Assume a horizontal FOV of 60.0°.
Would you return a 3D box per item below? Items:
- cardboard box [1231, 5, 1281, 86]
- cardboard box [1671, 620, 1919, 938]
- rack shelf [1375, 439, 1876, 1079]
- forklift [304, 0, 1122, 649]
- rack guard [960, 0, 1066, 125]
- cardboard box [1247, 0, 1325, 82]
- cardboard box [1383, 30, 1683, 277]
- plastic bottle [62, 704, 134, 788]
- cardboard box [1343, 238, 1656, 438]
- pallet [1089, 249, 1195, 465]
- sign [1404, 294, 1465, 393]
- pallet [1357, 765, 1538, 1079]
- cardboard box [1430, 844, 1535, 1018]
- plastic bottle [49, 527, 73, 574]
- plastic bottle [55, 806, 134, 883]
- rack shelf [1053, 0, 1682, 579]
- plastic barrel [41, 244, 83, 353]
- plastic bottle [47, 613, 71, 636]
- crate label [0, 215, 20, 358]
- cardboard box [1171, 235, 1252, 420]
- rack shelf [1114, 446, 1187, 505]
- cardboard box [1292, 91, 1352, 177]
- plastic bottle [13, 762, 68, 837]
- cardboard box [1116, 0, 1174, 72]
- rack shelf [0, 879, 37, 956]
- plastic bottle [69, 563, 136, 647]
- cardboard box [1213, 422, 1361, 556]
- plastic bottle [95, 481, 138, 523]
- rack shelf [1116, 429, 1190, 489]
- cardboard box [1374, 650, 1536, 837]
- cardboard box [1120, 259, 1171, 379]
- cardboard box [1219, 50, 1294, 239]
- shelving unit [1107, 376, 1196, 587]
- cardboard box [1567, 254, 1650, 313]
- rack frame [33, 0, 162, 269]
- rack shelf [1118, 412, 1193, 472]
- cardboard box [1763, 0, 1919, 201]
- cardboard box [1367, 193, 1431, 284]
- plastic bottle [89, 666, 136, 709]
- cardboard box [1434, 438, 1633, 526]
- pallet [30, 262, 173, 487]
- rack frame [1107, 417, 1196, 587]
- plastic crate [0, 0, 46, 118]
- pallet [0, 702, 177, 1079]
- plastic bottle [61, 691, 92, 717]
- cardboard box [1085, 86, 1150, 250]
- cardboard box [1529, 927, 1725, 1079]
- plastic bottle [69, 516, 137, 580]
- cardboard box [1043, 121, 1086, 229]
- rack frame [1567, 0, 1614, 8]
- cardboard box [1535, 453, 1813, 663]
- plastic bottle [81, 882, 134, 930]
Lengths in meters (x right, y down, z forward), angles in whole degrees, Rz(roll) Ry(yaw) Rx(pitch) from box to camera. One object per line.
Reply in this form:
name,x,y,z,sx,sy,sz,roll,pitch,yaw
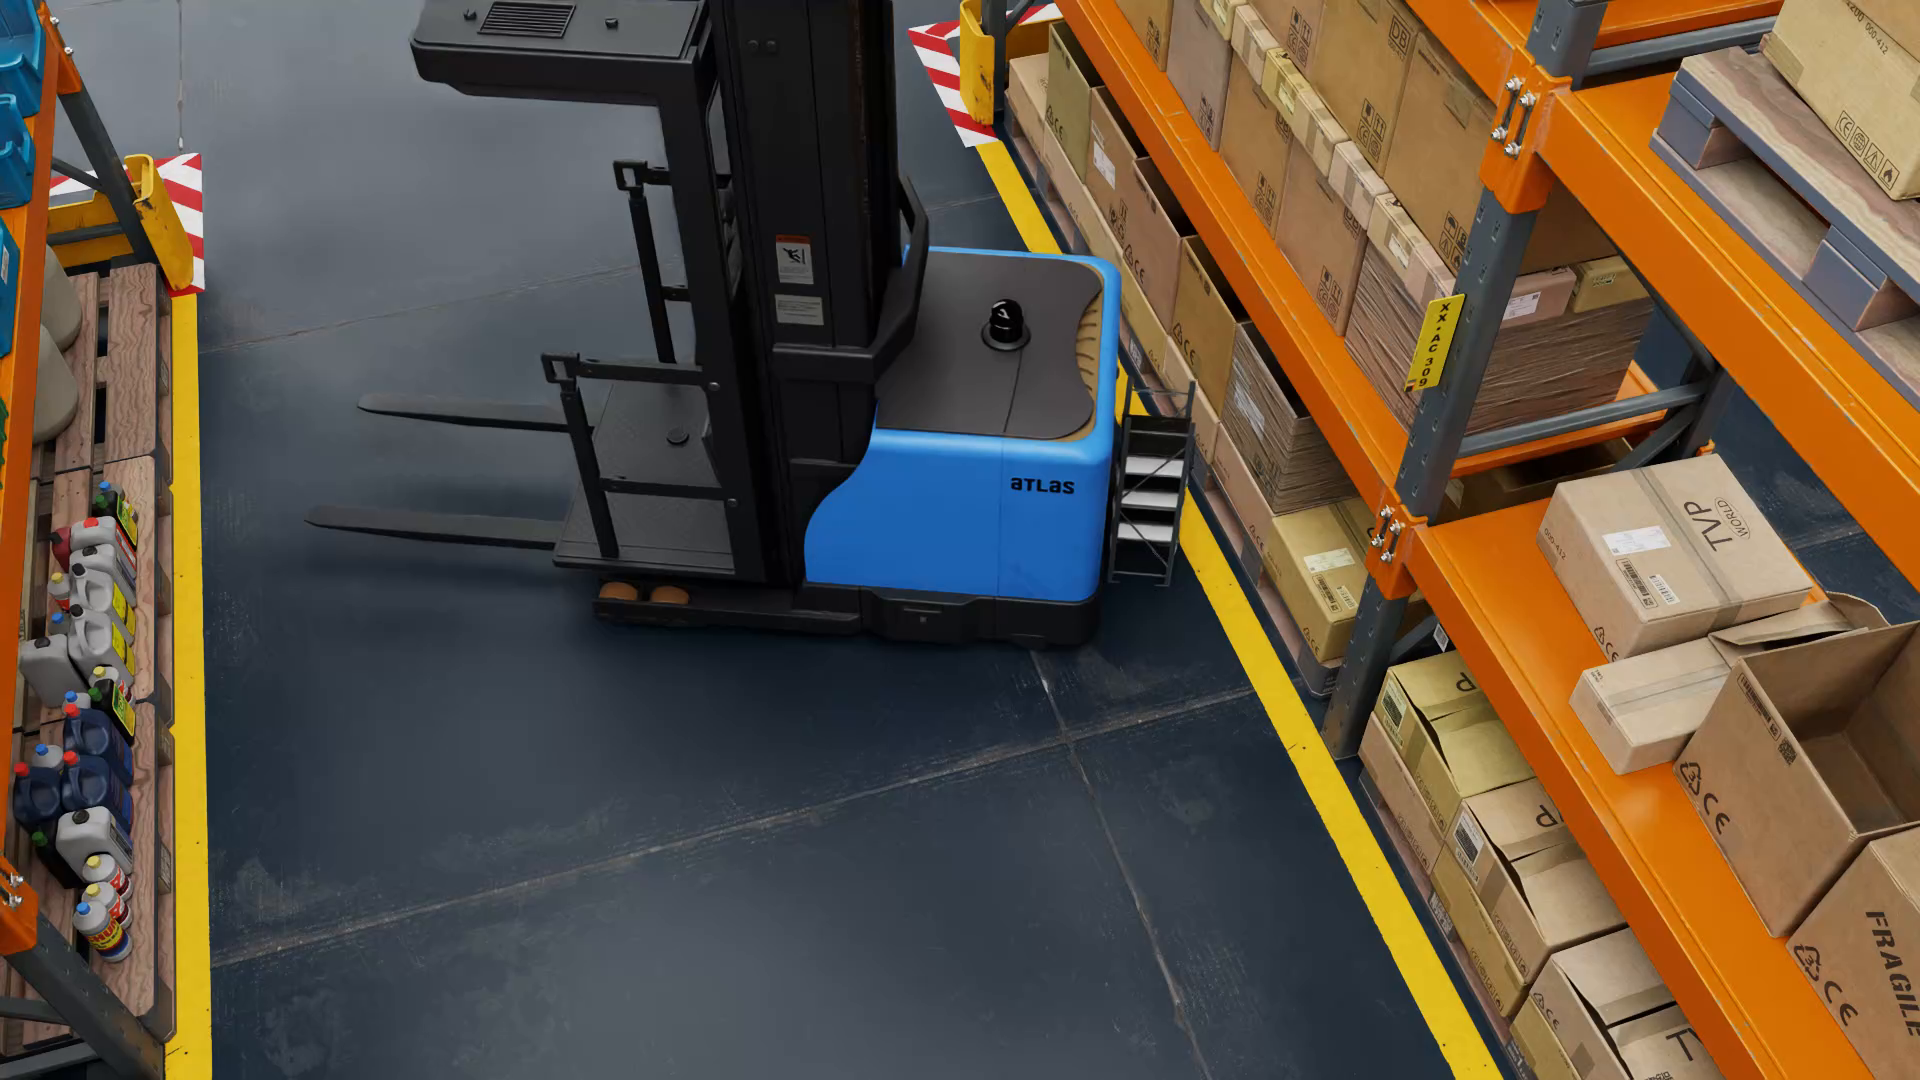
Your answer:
cardboard box,1.123,-1.658,5.486,0.380,0.149,0.250,-12,51,-10
cardboard box,2.149,0.578,4.025,0.500,0.500,0.500,-10,51,-8
rack shelf,2.374,1.354,3.907,1.077,0.370,4.000,-13,51,-11
forklift,-0.954,-1.017,5.480,3.031,2.935,1.130,4,50,4
rack guard,0.592,-2.472,8.297,1.175,0.500,0.348,-13,51,-11
cardboard box,1.347,-1.847,5.221,0.700,0.500,0.500,-13,51,-11
cardboard box,1.645,-1.112,4.601,0.700,0.500,0.500,-13,51,-11
plastic bottle,-2.849,0.669,5.459,0.144,0.351,0.185,-15,52,-13
cardboard box,1.645,-0.694,5.097,0.700,0.500,0.500,-15,51,-12
pallet,1.223,-0.923,7.180,1.003,0.211,1.213,-13,51,-11
sign,1.252,-0.517,4.395,0.100,0.325,0.005,-13,51,-11
pallet,2.037,1.089,5.483,1.003,0.211,1.213,-13,51,-11
cardboard box,1.815,1.136,5.144,0.500,0.250,0.500,-12,51,-10
plastic bottle,-3.225,0.048,6.027,0.061,0.283,0.133,-13,51,-11
plastic bottle,-2.748,0.953,5.268,0.152,0.276,0.135,-12,51,-10
rack shelf,1.191,-1.568,6.370,1.077,0.370,4.000,-13,51,-11
plastic barrel,-3.866,-1.013,6.784,0.421,0.512,0.421,0,50,0
plastic bottle,-3.132,0.330,5.842,0.097,0.201,0.097,0,50,0
crate label,-3.331,-0.871,5.289,0.502,0.435,0.616,-13,51,-11
cardboard box,1.148,-0.851,6.329,0.500,0.500,0.500,-13,51,-11
rack shelf,0.697,-0.234,6.073,0.258,0.077,0.200,4,50,3
cardboard box,1.267,-1.294,5.179,0.380,0.149,0.250,-13,51,-11
plastic bottle,-2.931,0.840,5.315,0.144,0.351,0.185,-13,51,-11
cardboard box,1.026,-2.202,6.369,0.700,0.500,0.500,-13,51,-11
rack shelf,-2.359,2.471,2.965,1.077,0.370,4.000,-13,51,-11
plastic bottle,-3.030,0.223,5.835,0.144,0.351,0.185,-11,51,-9
cardboard box,1.298,-0.245,6.308,0.500,0.250,0.500,-13,51,-11
plastic bottle,-3.172,-0.141,6.239,0.097,0.201,0.097,0,50,0
rack shelf,0.698,-0.292,6.005,0.258,0.077,0.200,4,50,3
cardboard box,1.666,0.589,5.238,0.500,0.311,0.500,-13,51,-11
cardboard box,0.987,-0.972,6.921,0.500,0.250,0.500,-13,51,-11
cardboard box,1.338,-1.445,5.730,0.700,0.500,0.500,-13,51,-10
shelving unit,0.697,-0.198,6.117,0.258,0.900,0.210,4,50,3
cardboard box,1.888,-0.820,4.780,0.380,0.149,0.250,-13,51,-11
rack frame,-4.134,-2.143,6.384,1.000,3.000,0.127,-13,51,-11
rack shelf,0.698,-0.350,5.936,0.258,0.077,0.200,4,50,3
cardboard box,1.955,-0.941,3.232,0.500,0.250,0.500,-9,50,-7
cardboard box,1.426,-0.911,4.856,0.380,0.149,0.250,-14,51,-12
plastic bottle,-2.910,0.505,5.694,0.097,0.201,0.097,0,50,0
cardboard box,1.944,-0.239,5.813,0.500,0.500,0.500,-13,51,-11
pallet,-3.831,-0.605,6.912,1.003,0.211,1.213,-13,51,-11
rack frame,0.687,-0.120,6.052,0.240,0.900,0.006,4,50,3
plastic crate,-3.700,-1.797,6.190,0.499,0.251,0.616,-13,51,-11
pallet,-3.110,1.177,5.409,1.003,0.211,1.213,-13,51,-11
plastic bottle,-2.928,0.596,5.572,0.097,0.271,0.097,0,50,0
cardboard box,0.855,-1.582,6.945,0.500,0.500,0.500,-13,51,-11
cardboard box,1.964,1.334,4.610,0.500,0.311,0.500,-15,51,-12
plastic bottle,-3.123,0.025,6.050,0.152,0.276,0.135,-13,51,-11
cardboard box,0.697,-1.703,7.537,0.500,0.250,0.500,-13,51,-11
rack frame,1.782,-2.273,2.570,1.000,3.000,0.127,-13,51,-11
cardboard box,1.969,0.059,4.626,0.500,0.250,0.500,-10,51,-9
plastic bottle,-2.656,1.132,5.166,0.097,0.201,0.097,0,50,0
